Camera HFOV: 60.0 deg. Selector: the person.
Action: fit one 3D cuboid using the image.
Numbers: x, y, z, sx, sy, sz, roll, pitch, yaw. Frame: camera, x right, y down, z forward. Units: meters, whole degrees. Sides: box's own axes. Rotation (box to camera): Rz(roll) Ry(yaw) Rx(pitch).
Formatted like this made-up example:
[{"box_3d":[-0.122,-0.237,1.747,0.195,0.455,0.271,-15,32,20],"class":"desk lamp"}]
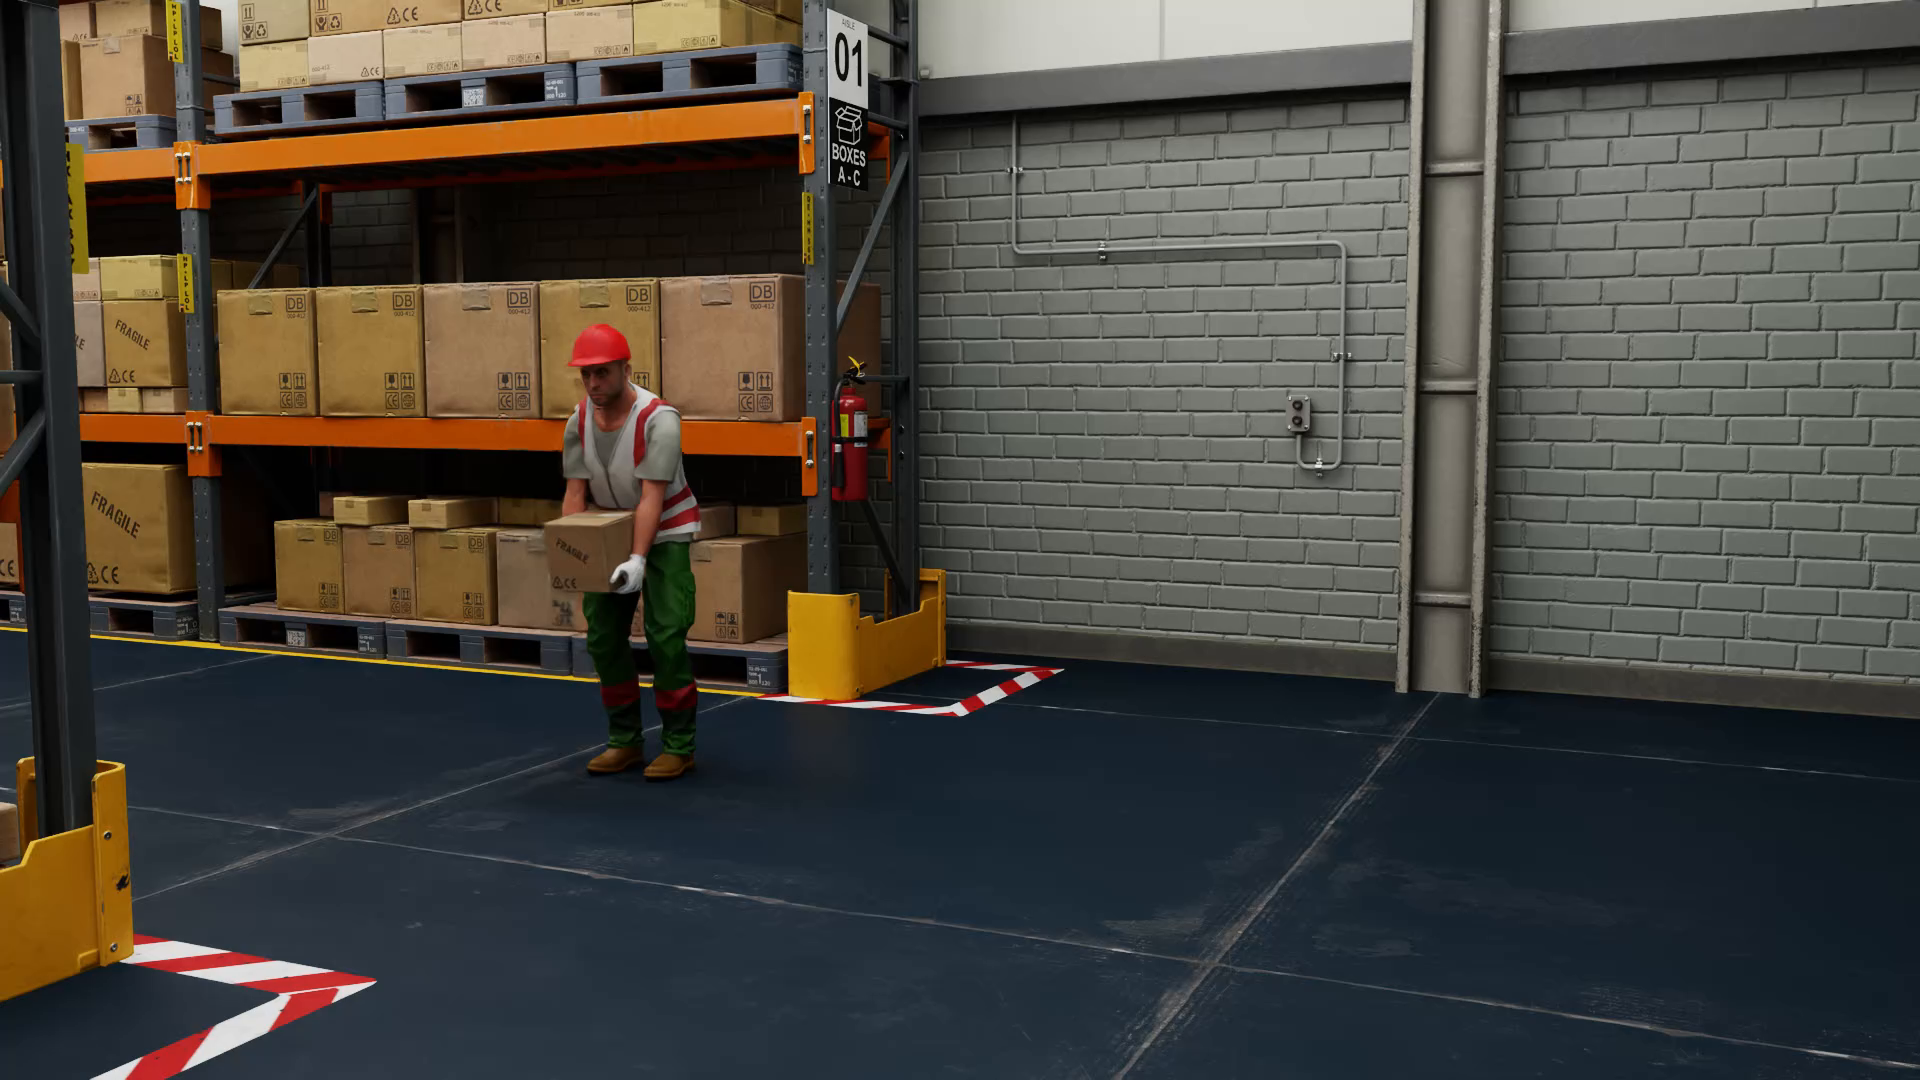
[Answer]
[{"box_3d":[-1.247,0.053,6.247,0.491,1.702,0.637,2,6,23],"class":"person"}]
